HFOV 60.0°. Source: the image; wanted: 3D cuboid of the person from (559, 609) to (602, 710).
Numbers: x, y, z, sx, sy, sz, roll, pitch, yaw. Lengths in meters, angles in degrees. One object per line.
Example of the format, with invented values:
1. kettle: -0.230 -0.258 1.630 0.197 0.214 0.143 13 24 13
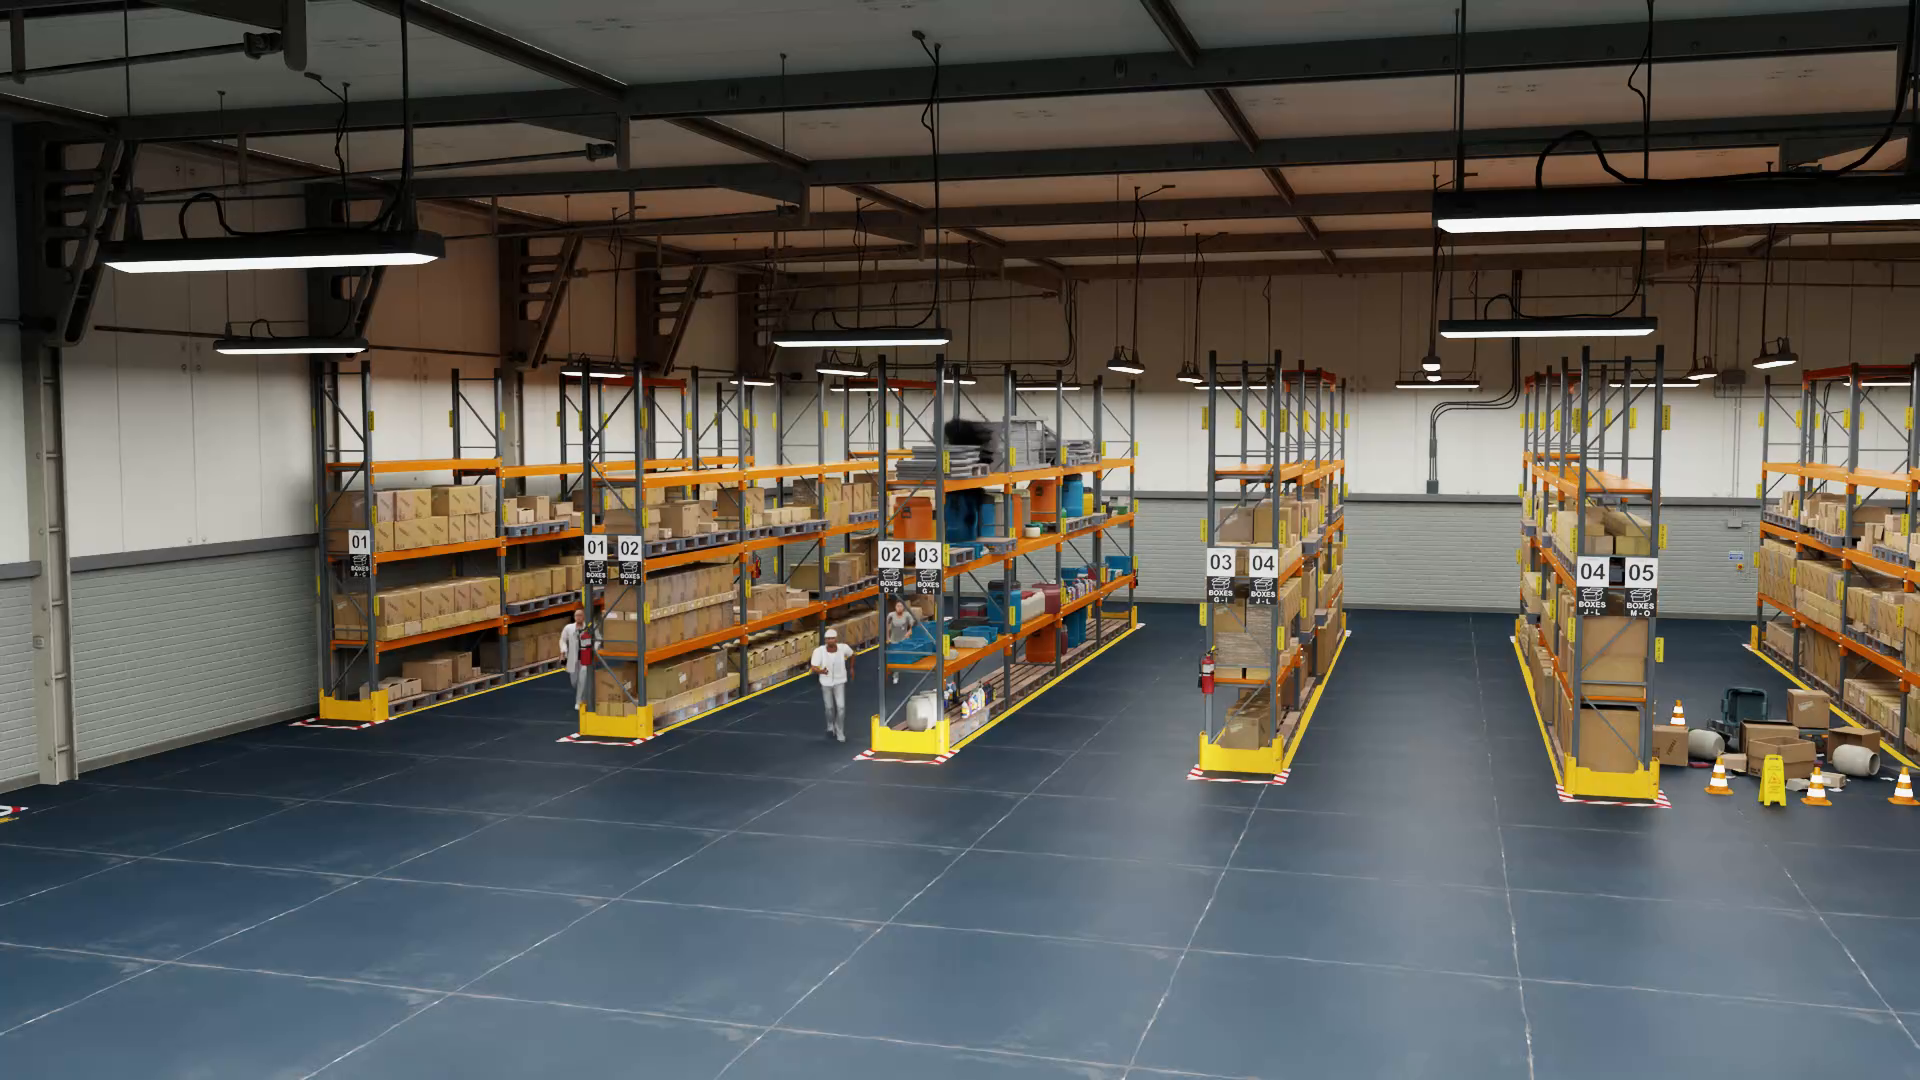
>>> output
1. person: -6.635 2.069 29.083 0.721 1.736 0.806 0 4 -3

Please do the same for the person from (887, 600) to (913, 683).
1. person: -1.162 1.927 31.935 0.560 1.605 0.629 0 4 -1

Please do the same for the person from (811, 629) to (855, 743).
1. person: -1.992 2.262 26.107 0.685 1.771 0.872 0 4 -3
